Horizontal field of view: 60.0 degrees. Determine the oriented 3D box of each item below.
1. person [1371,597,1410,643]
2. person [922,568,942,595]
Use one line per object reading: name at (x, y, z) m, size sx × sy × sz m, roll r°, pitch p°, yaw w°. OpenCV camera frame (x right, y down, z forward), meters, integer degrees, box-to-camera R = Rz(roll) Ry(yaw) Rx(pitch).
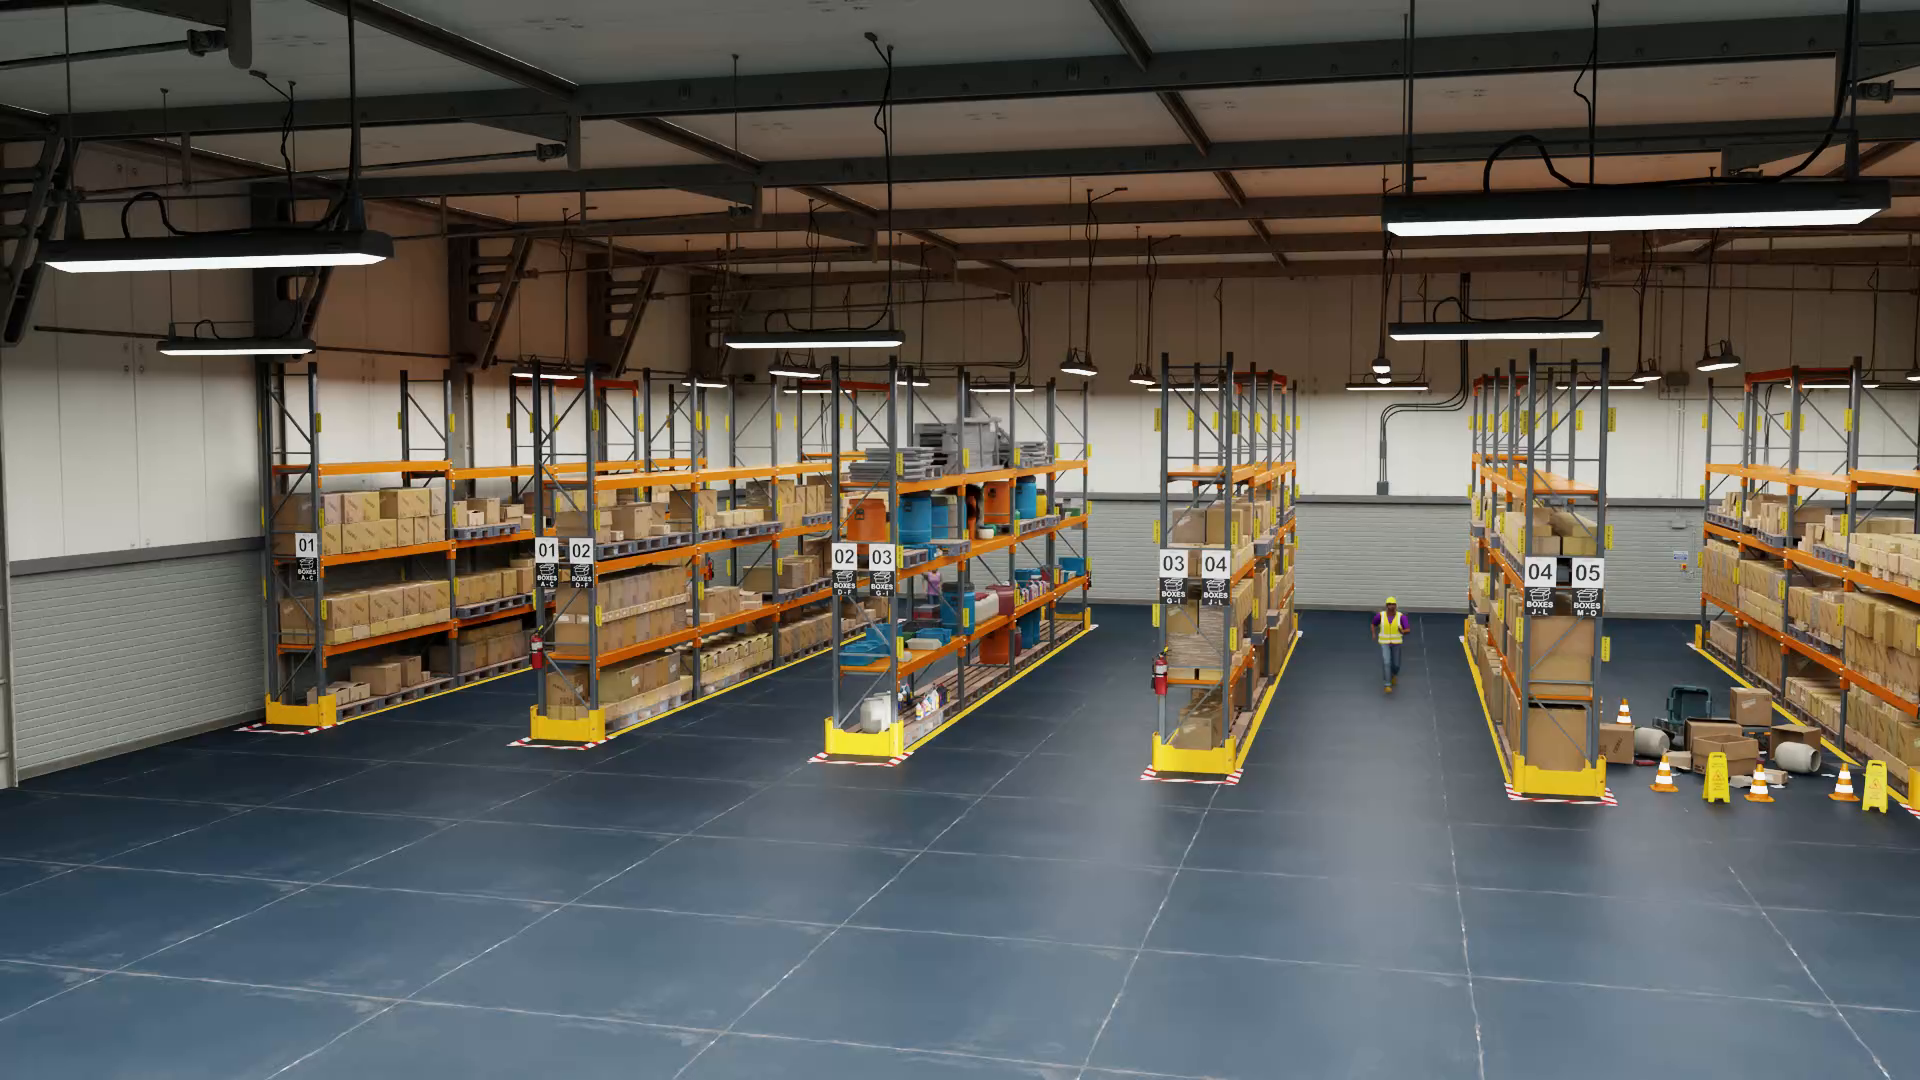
person at (8.008, 1.498, 30.889) m, size 0.710 × 0.869 × 0.606 m, roll 1°, pitch 4°, yaw 11°
person at (-0.659, 1.353, 40.641) m, size 0.503 × 1.617 × 0.827 m, roll -1°, pitch 4°, yaw -14°
